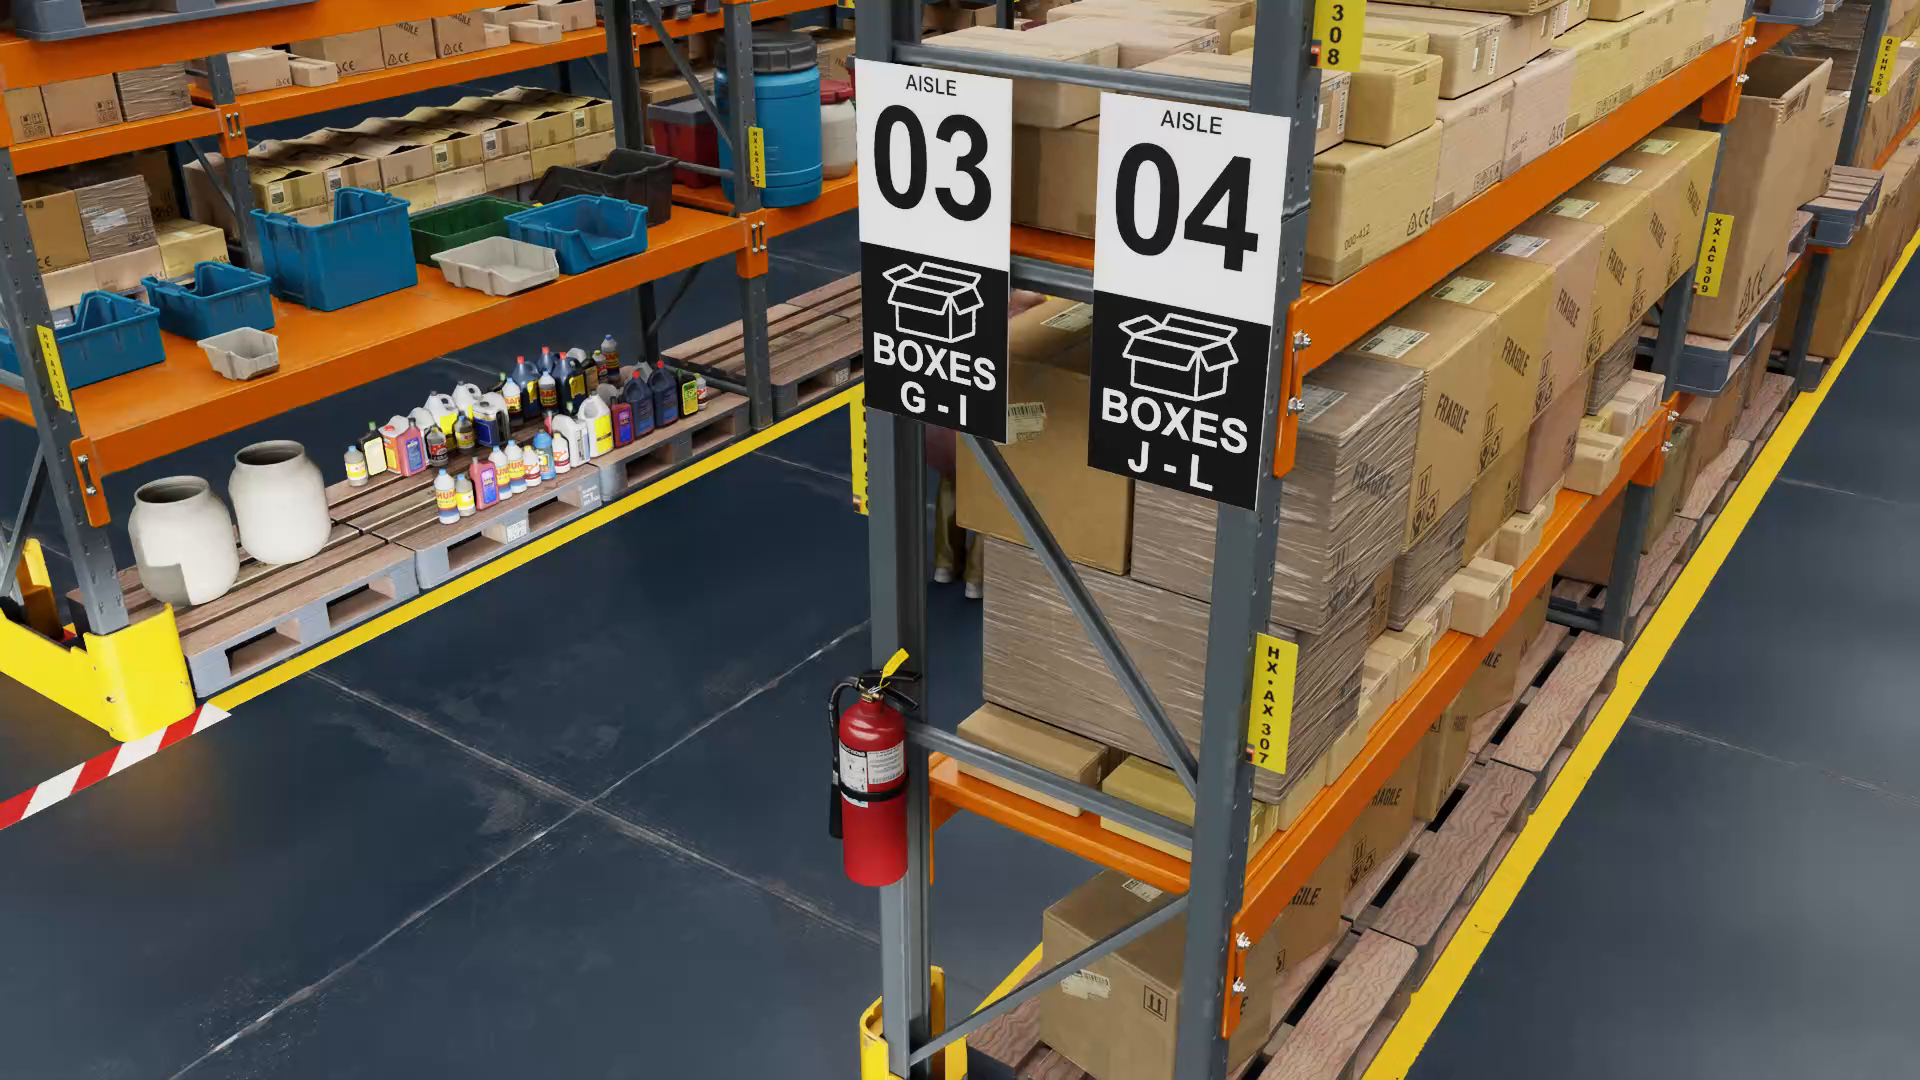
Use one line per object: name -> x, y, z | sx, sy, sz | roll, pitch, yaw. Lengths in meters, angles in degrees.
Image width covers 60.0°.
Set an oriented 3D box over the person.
person -> 0.162, -0.483, 8.074 | 0.547, 1.355, 0.891 | 16, 31, 29
